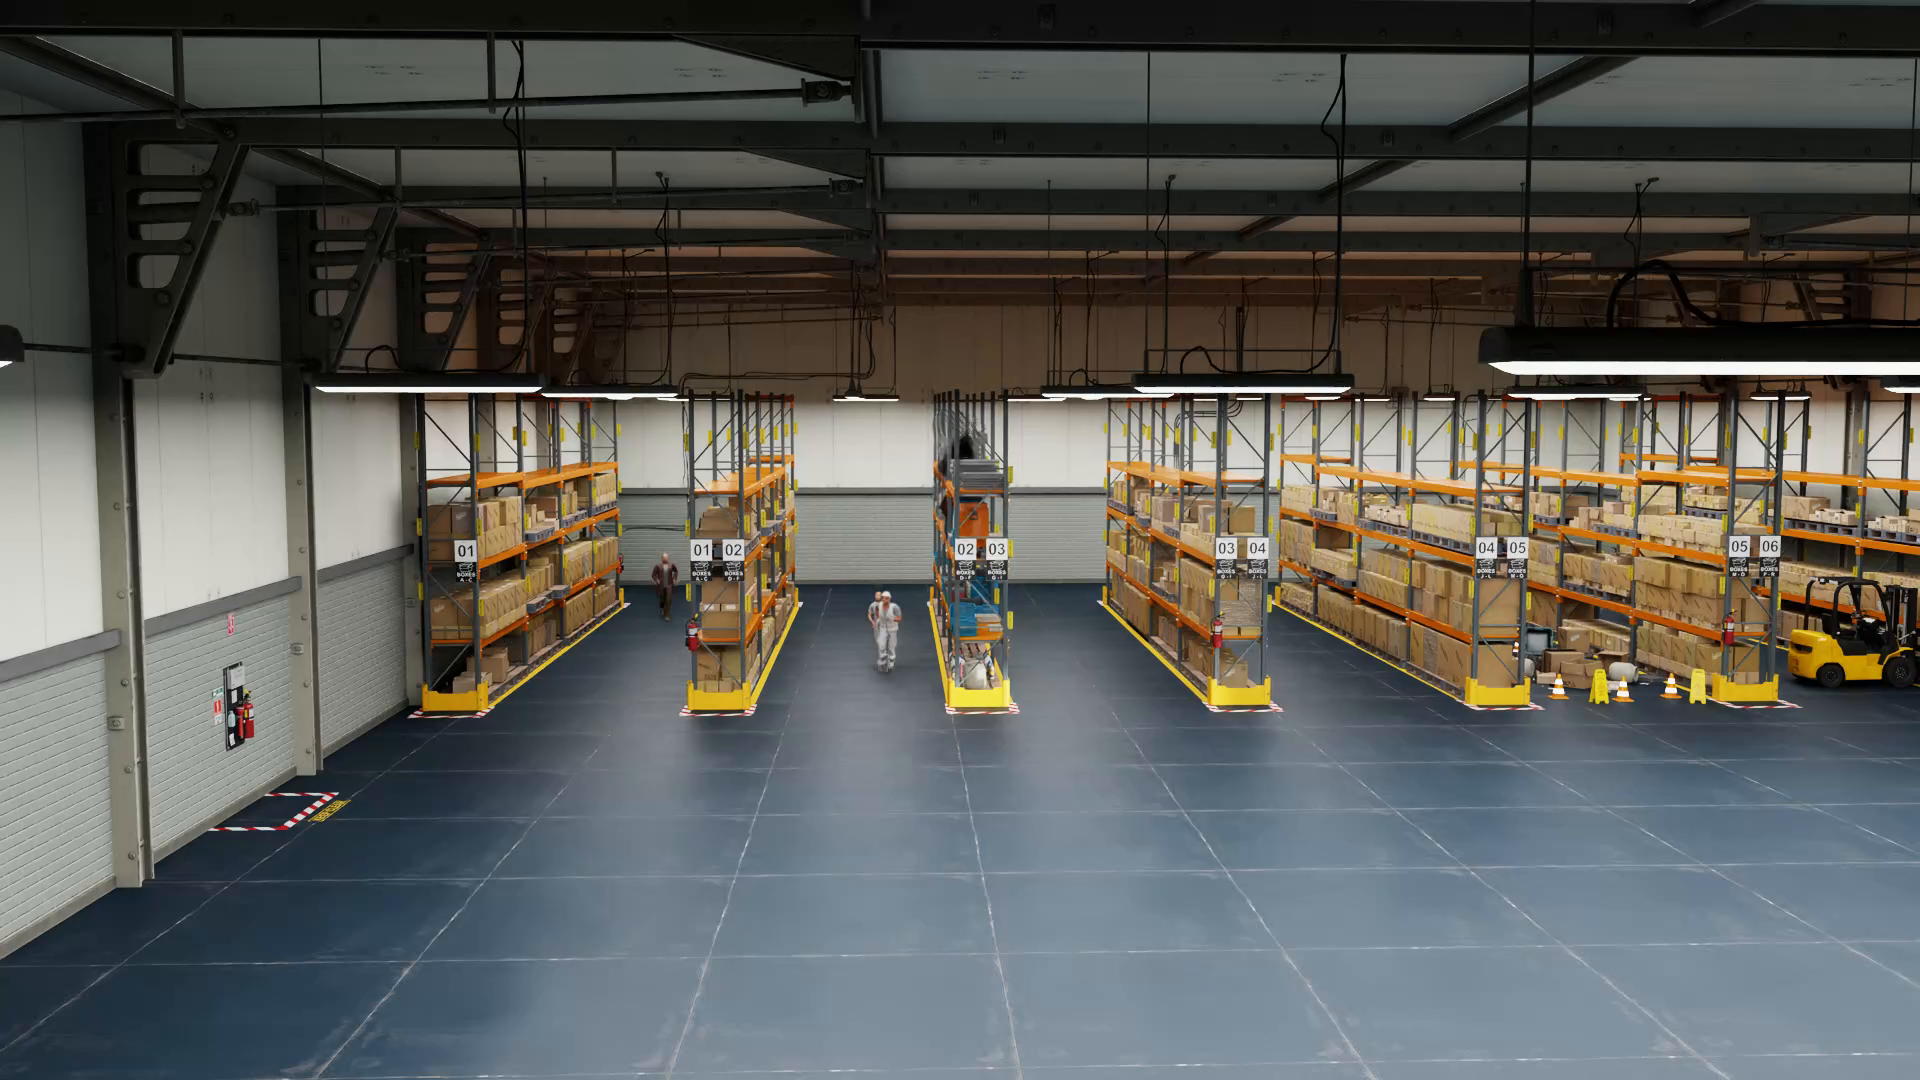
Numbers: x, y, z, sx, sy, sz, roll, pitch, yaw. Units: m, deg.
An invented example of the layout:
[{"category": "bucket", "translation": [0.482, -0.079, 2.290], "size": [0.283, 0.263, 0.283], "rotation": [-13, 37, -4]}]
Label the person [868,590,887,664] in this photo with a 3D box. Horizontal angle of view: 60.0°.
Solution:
[{"category": "person", "translation": [-1.751, 1.920, 36.731], "size": [0.579, 1.633, 0.638], "rotation": [0, 5, 1]}]

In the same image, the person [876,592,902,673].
[{"category": "person", "translation": [-1.530, 1.959, 35.319], "size": [0.621, 1.767, 0.844], "rotation": [1, 5, 9]}]

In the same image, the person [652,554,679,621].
[{"category": "person", "translation": [-7.838, 1.244, 44.263], "size": [0.712, 1.764, 0.918], "rotation": [-1, 5, -13]}]
